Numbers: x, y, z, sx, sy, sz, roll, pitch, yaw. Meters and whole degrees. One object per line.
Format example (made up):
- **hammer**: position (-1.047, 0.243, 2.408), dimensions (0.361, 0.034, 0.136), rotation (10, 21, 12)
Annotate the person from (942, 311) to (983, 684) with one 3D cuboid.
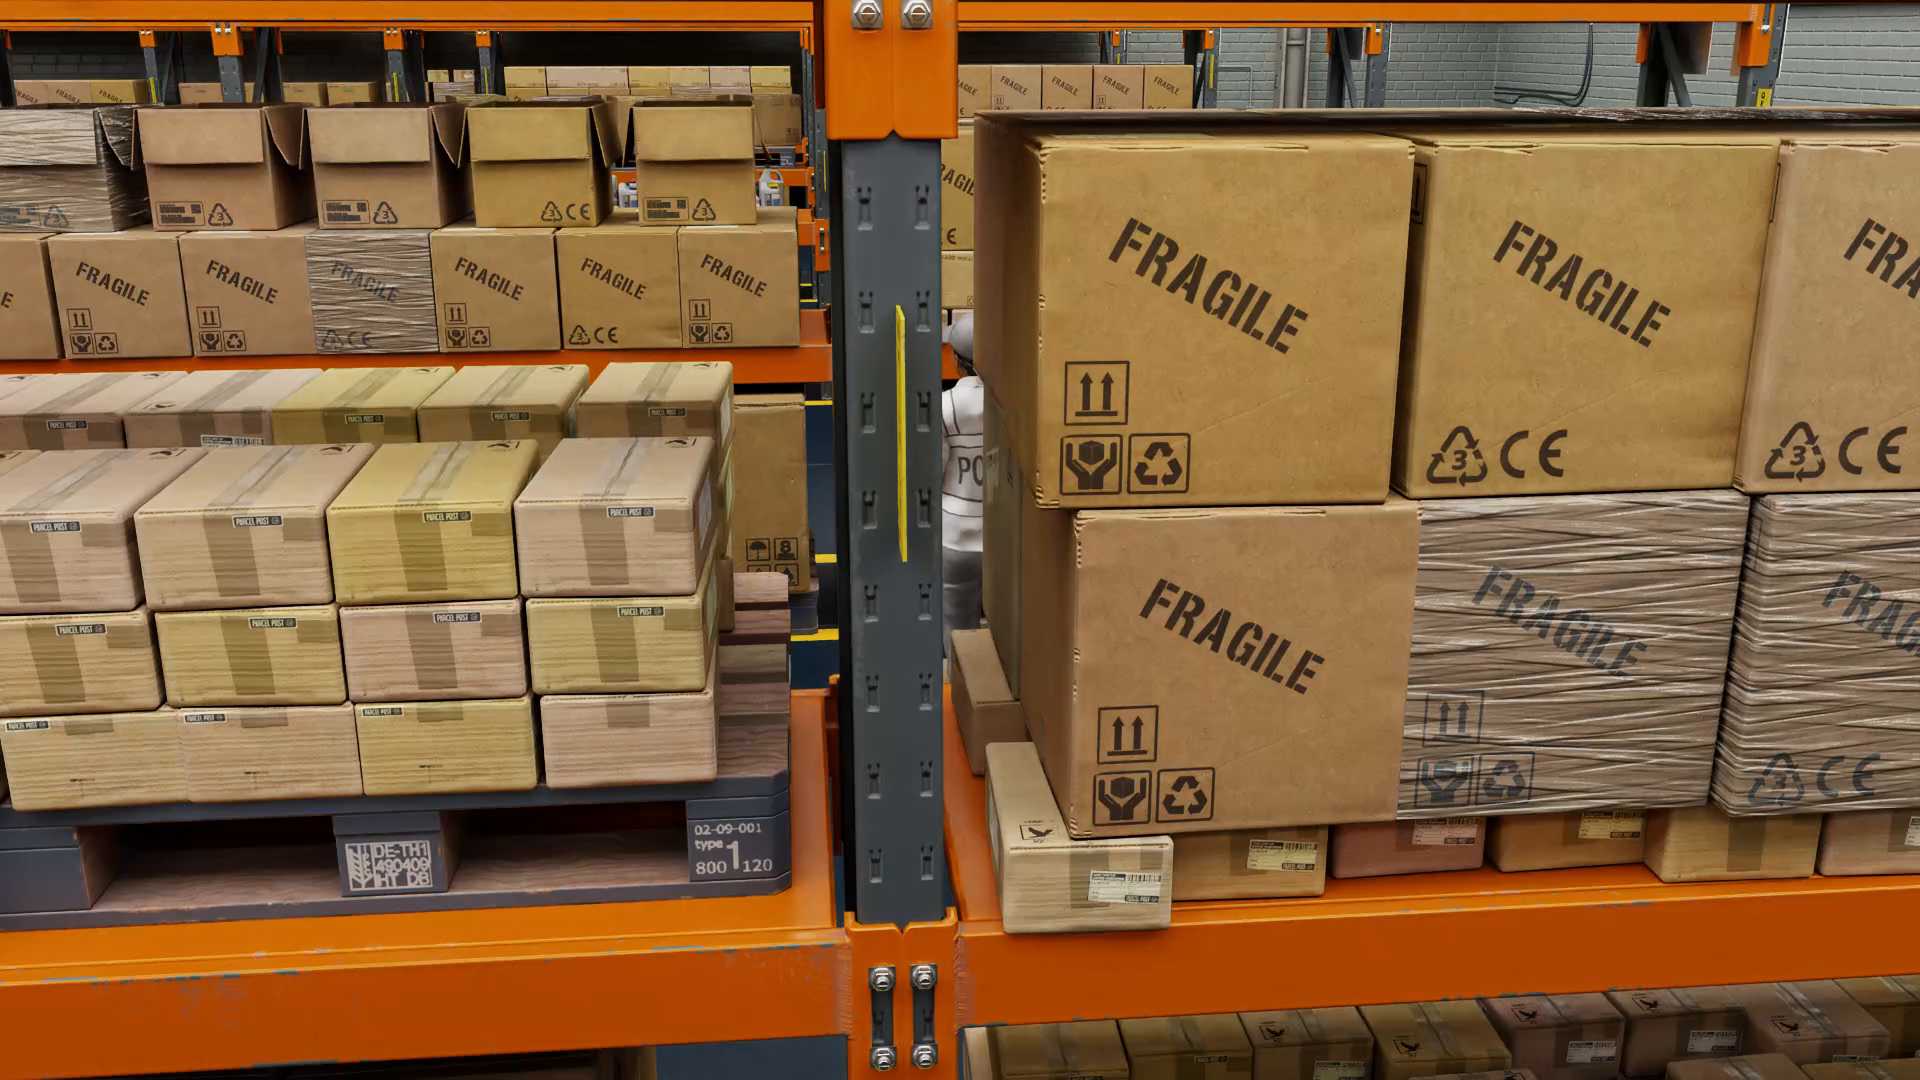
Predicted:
- **person**: position (0.084, -0.018, 6.060), dimensions (0.598, 1.670, 0.526), rotation (-4, 17, -12)
